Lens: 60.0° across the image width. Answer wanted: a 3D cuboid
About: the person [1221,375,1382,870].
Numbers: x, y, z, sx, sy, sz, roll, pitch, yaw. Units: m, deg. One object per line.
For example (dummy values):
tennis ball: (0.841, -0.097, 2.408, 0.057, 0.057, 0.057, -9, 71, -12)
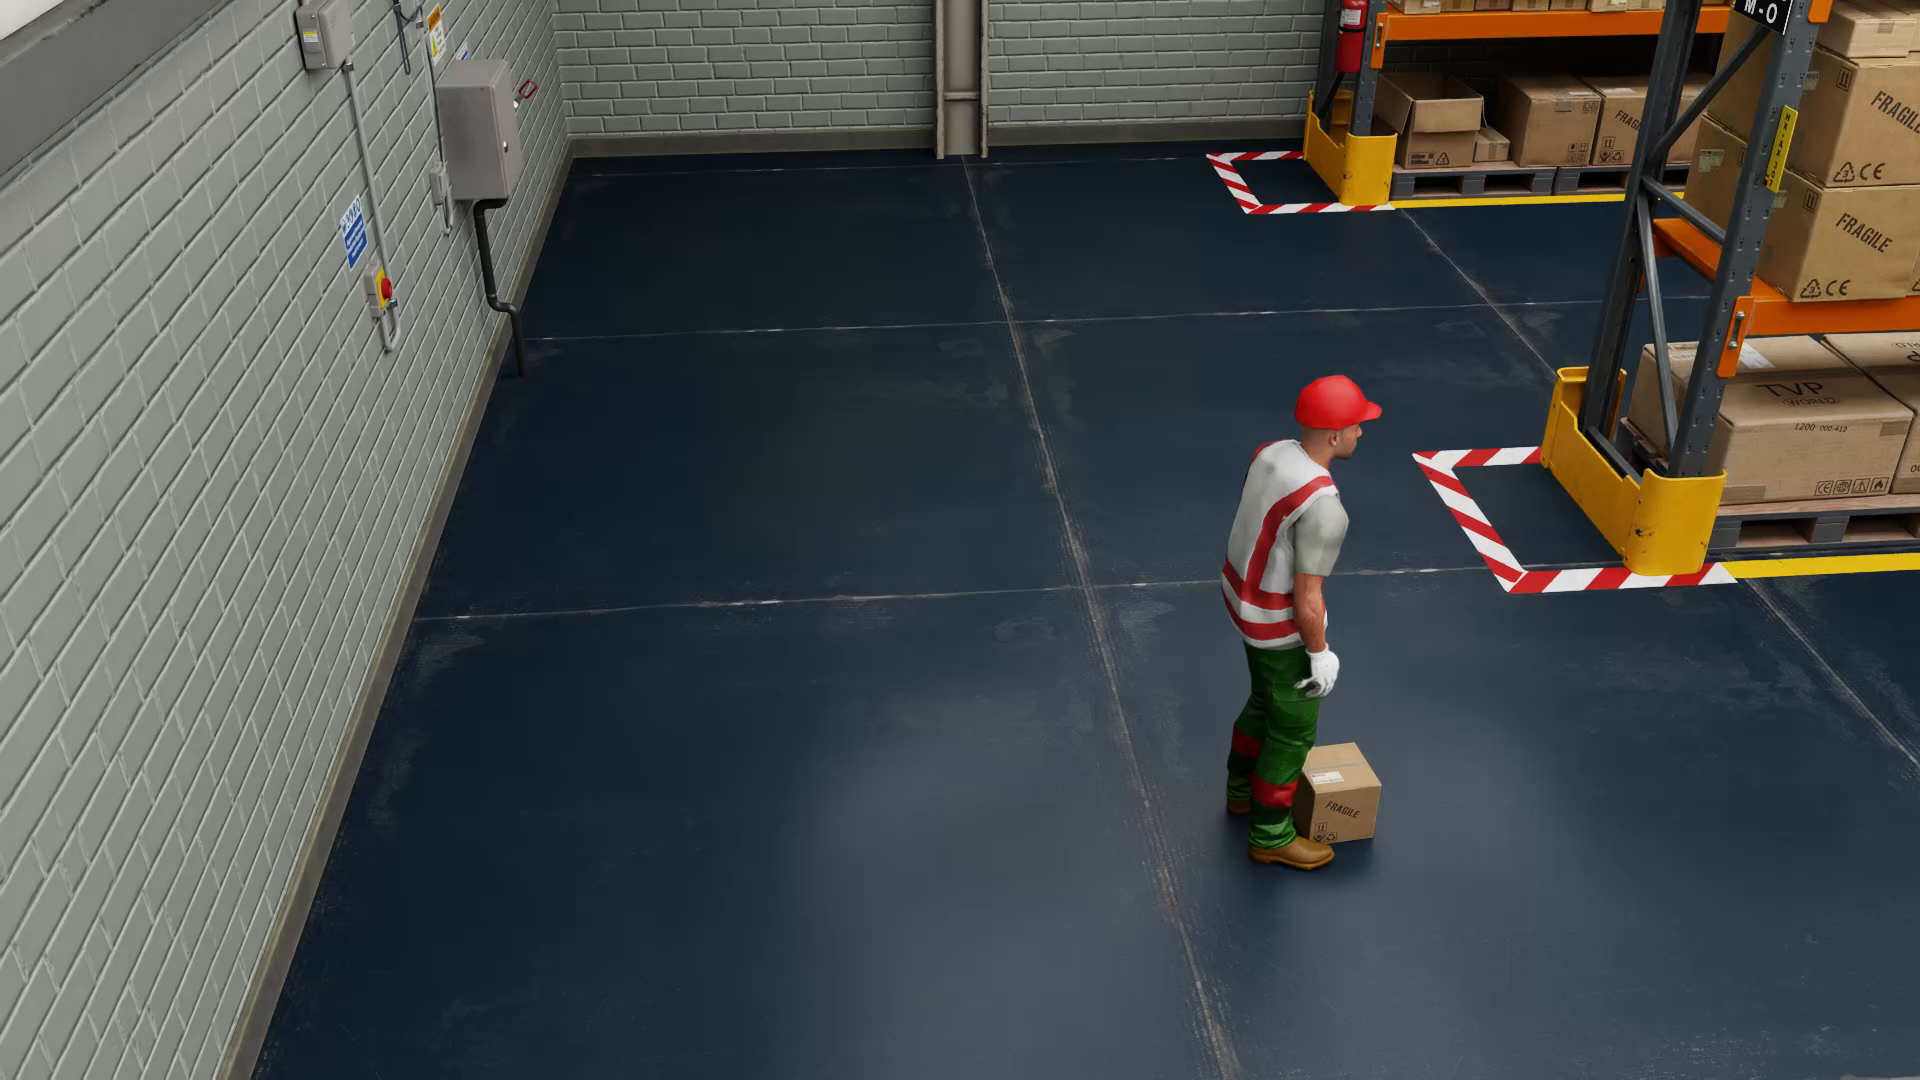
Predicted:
person: (1.127, 0.270, 5.666, 0.453, 1.778, 0.616, -5, 31, -8)
